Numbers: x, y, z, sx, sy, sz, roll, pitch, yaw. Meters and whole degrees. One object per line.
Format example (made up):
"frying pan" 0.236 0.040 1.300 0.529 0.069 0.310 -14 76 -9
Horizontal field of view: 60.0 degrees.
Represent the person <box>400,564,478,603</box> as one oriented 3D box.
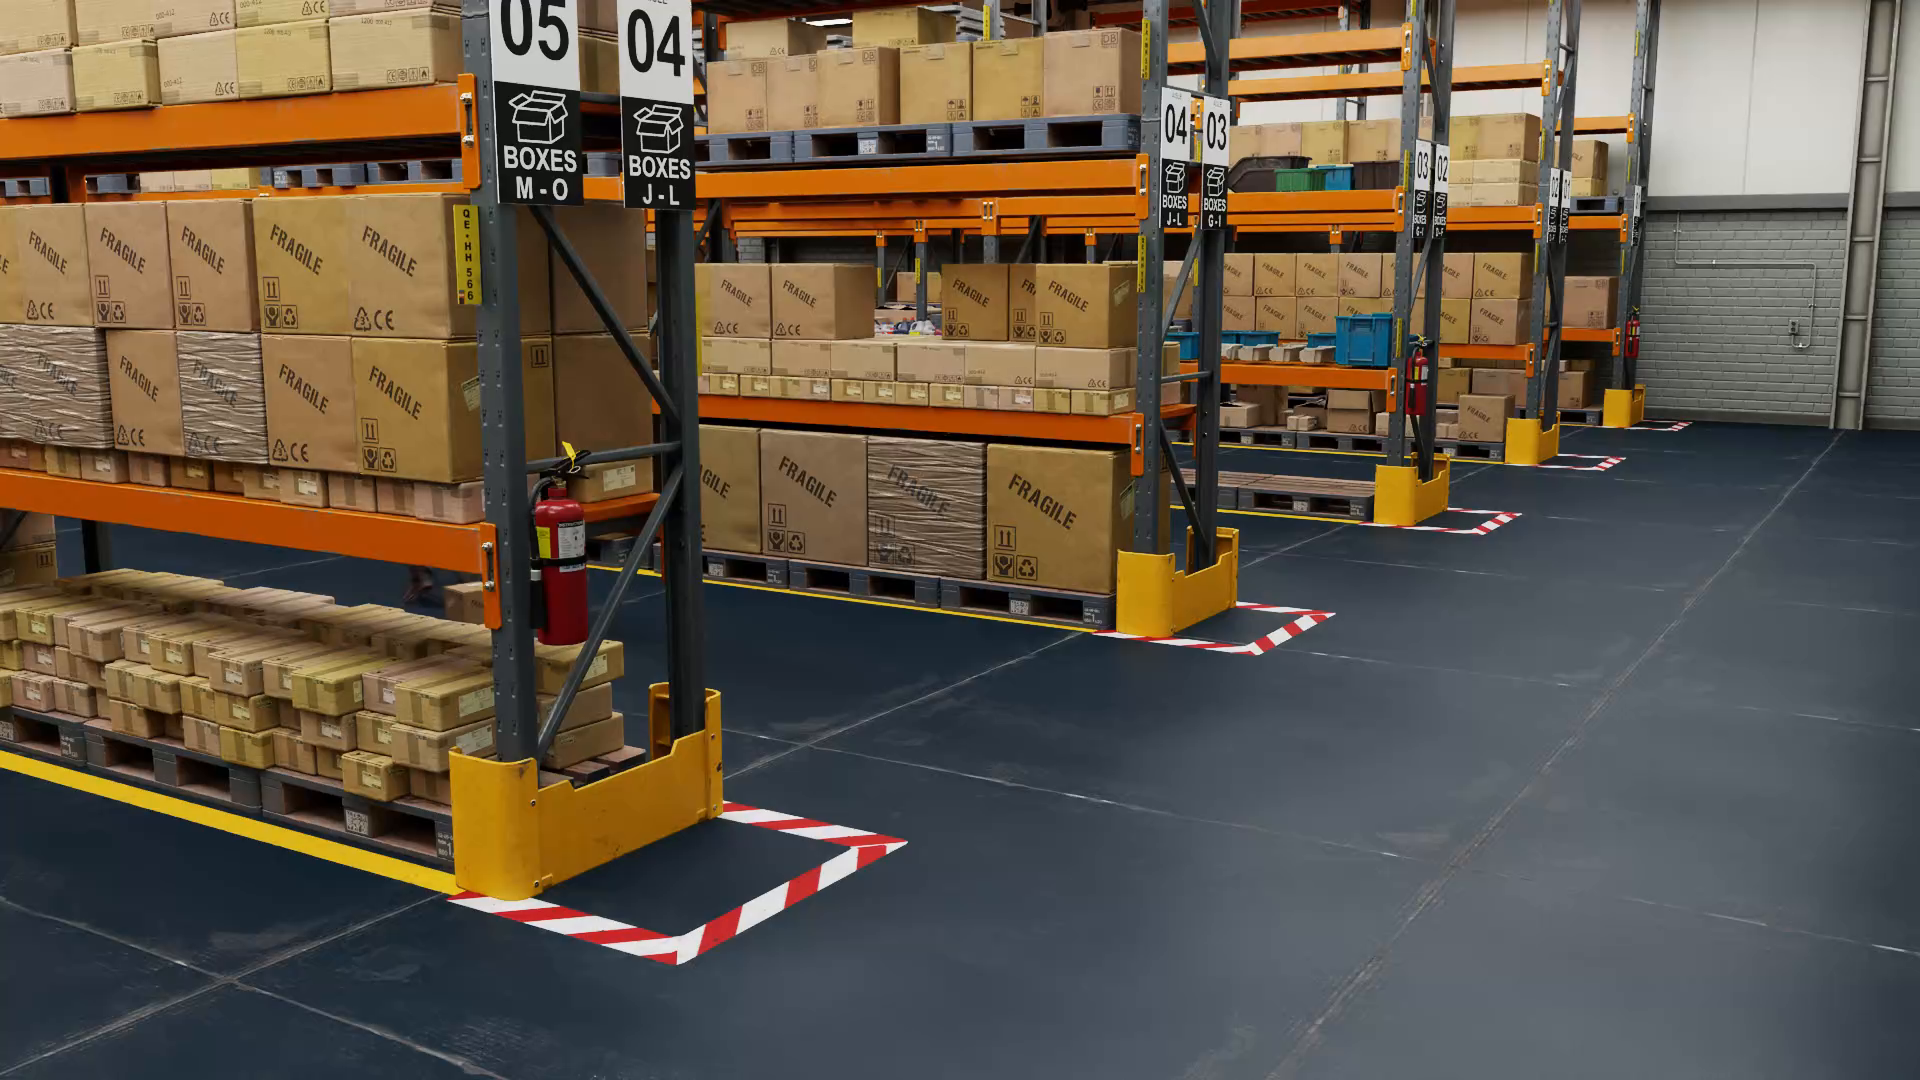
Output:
"person" -3.394 -0.391 10.815 0.565 1.718 0.496 7 12 38
